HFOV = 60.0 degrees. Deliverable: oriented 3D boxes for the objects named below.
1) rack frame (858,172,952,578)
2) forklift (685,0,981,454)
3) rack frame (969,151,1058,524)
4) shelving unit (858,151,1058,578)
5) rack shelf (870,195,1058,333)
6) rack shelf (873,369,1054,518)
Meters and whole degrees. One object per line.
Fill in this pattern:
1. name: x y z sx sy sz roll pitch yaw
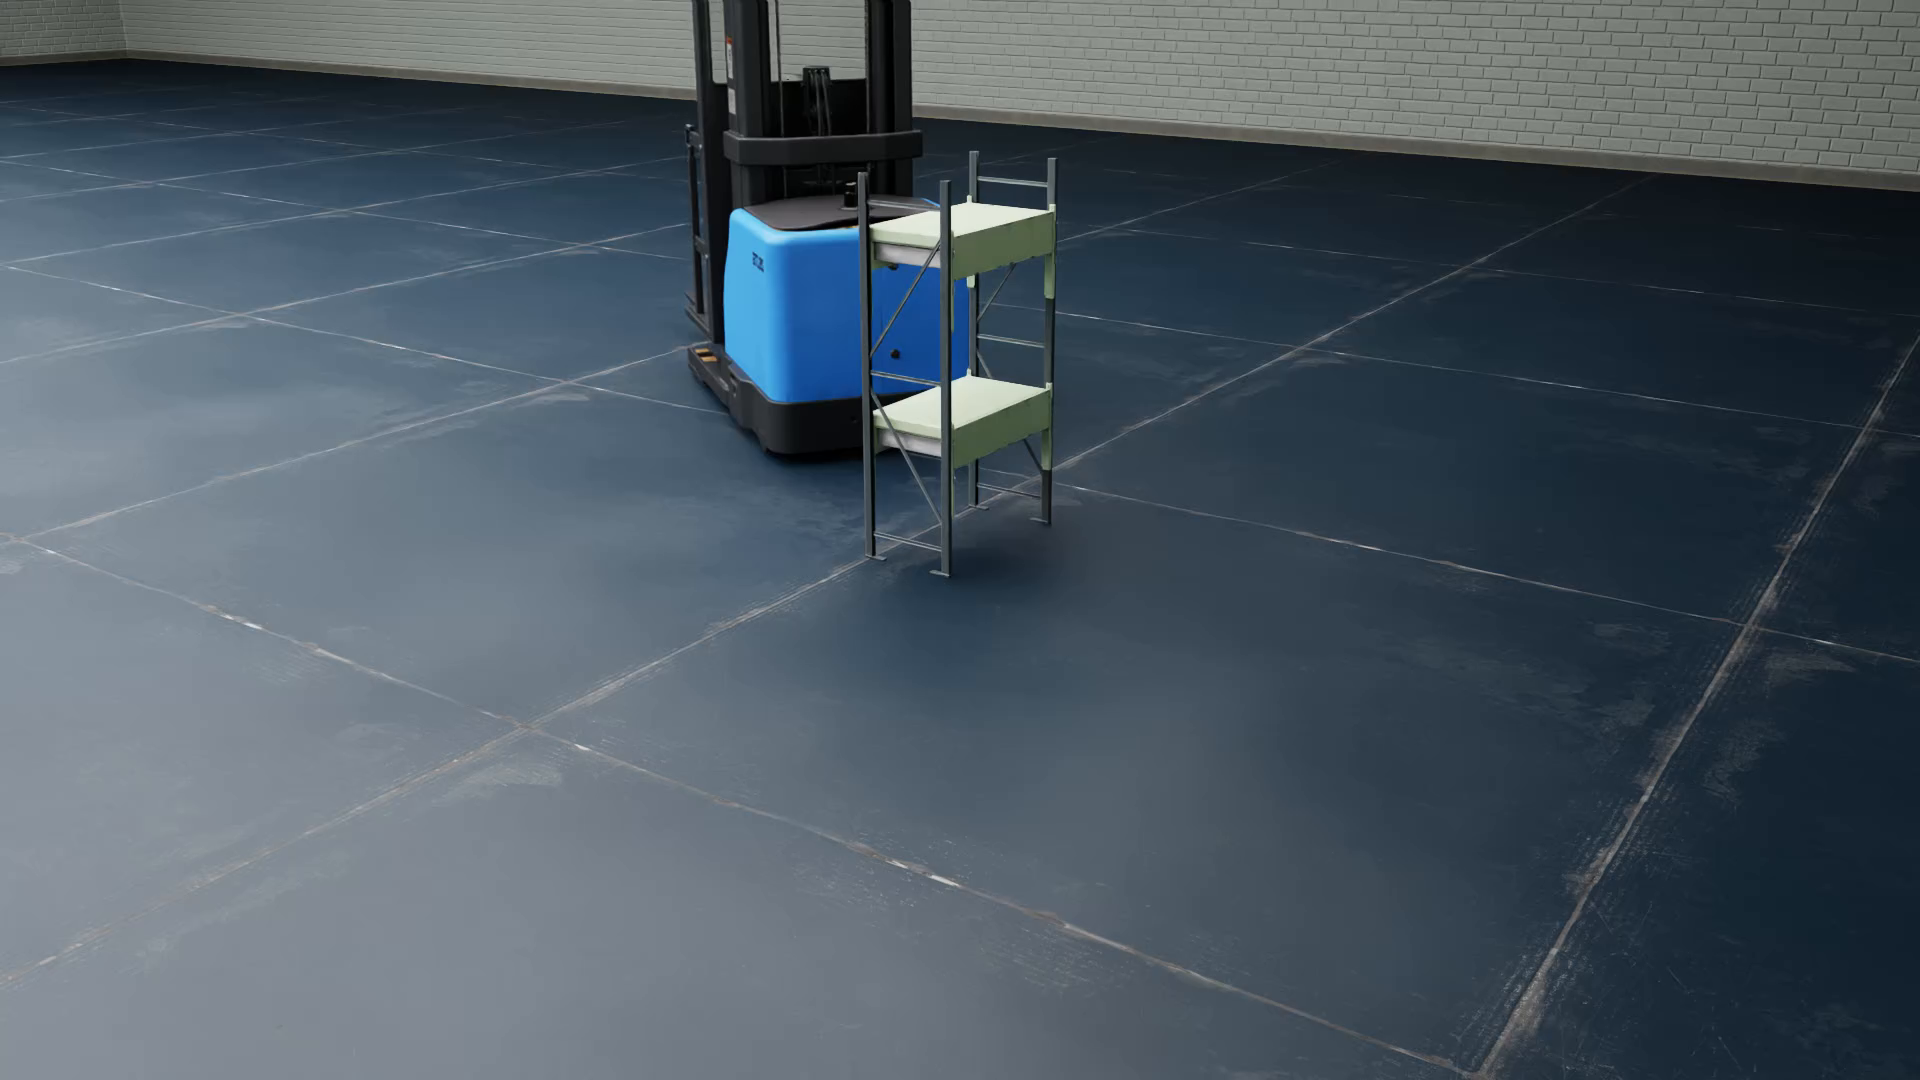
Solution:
1. rack frame: -0.202 -0.600 6.226 0.400 1.500 0.023 13 24 32
2. forklift: -0.862 -2.246 8.612 1.130 2.935 3.031 -7 21 -18
3. rack frame: 0.209 -0.810 6.794 0.400 1.500 0.023 13 24 32
4. shelving unit: 0.004 -0.705 6.510 0.431 1.500 0.755 13 24 32
5. rack shelf: 0.004 -1.071 6.375 0.431 0.370 0.720 13 24 32
6. rack shelf: 0.004 -0.400 6.623 0.431 0.370 0.720 13 24 32
